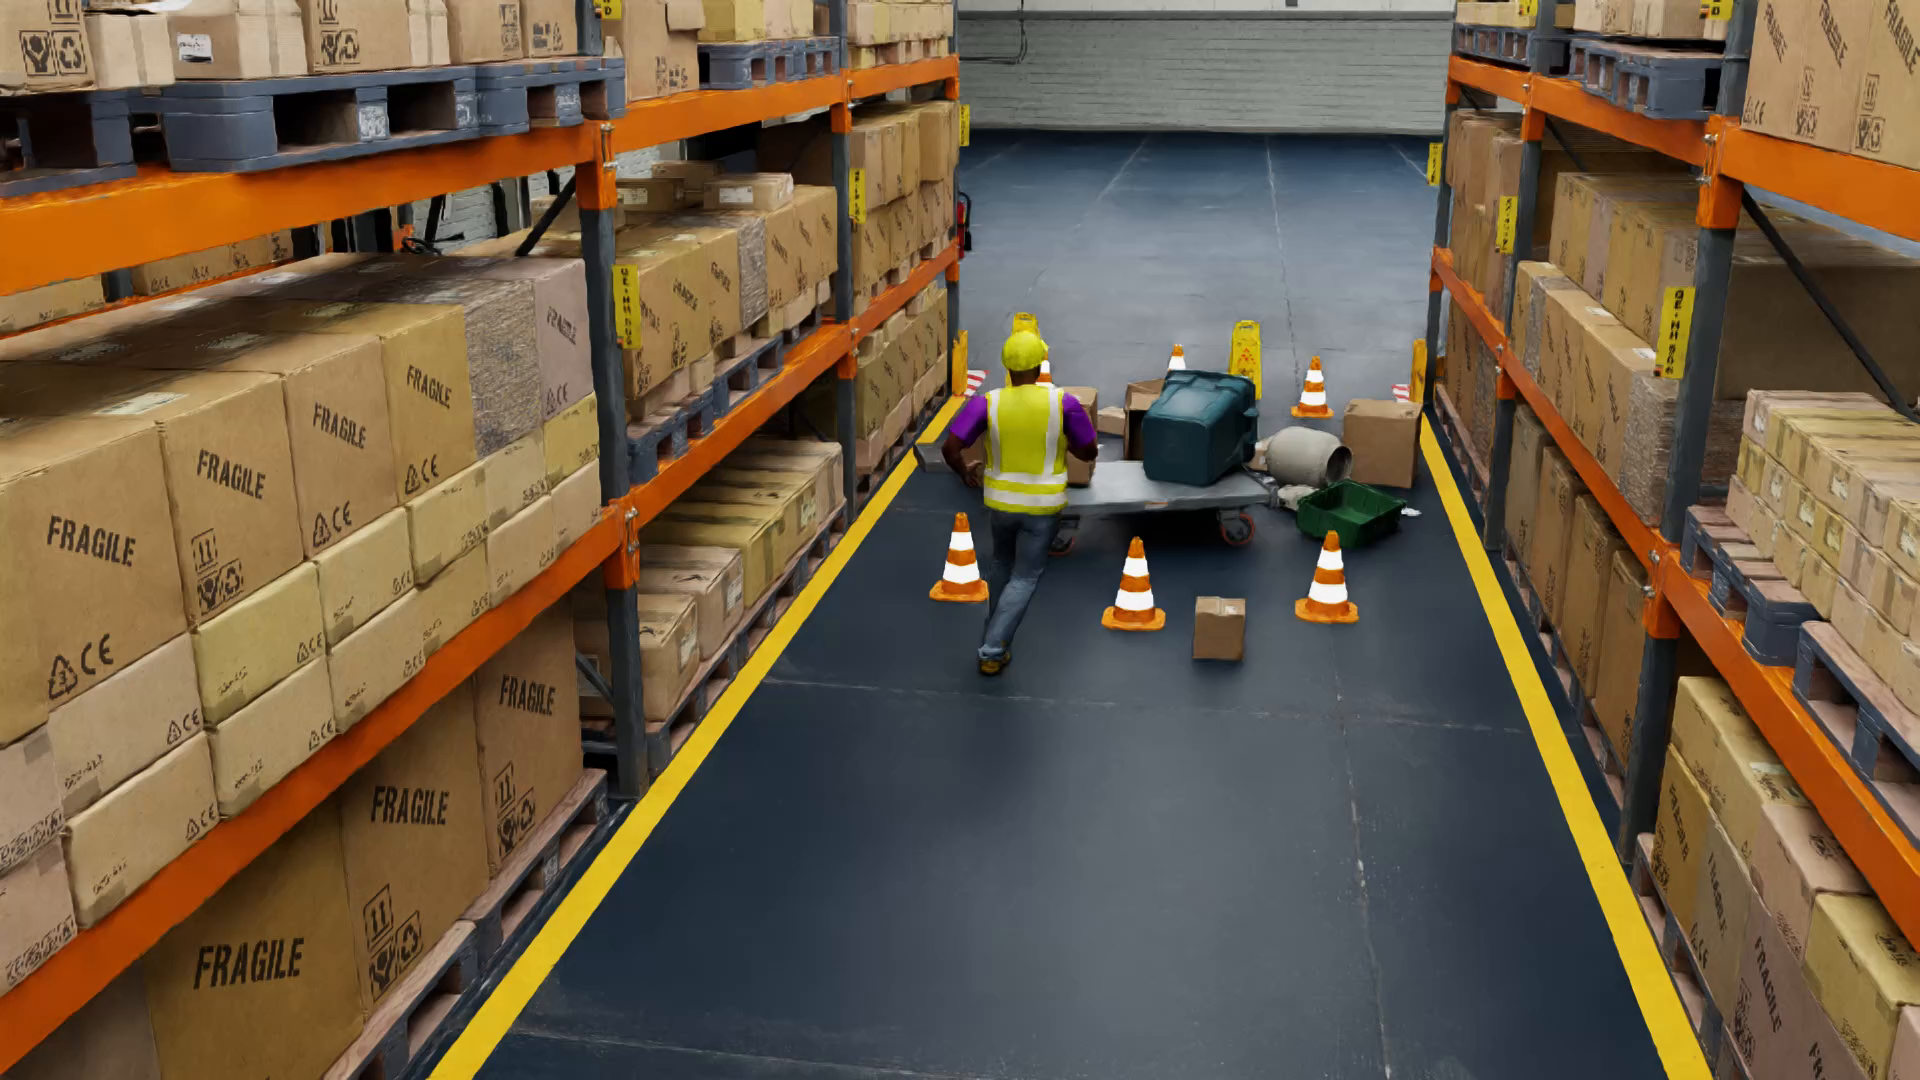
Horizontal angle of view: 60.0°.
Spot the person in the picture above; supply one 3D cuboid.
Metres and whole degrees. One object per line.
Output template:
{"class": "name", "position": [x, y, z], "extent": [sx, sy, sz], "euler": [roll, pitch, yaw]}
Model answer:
{"class": "person", "position": [0.367, -0.221, 8.366], "extent": [0.698, 1.725, 0.861], "euler": [6, 19, 19]}
